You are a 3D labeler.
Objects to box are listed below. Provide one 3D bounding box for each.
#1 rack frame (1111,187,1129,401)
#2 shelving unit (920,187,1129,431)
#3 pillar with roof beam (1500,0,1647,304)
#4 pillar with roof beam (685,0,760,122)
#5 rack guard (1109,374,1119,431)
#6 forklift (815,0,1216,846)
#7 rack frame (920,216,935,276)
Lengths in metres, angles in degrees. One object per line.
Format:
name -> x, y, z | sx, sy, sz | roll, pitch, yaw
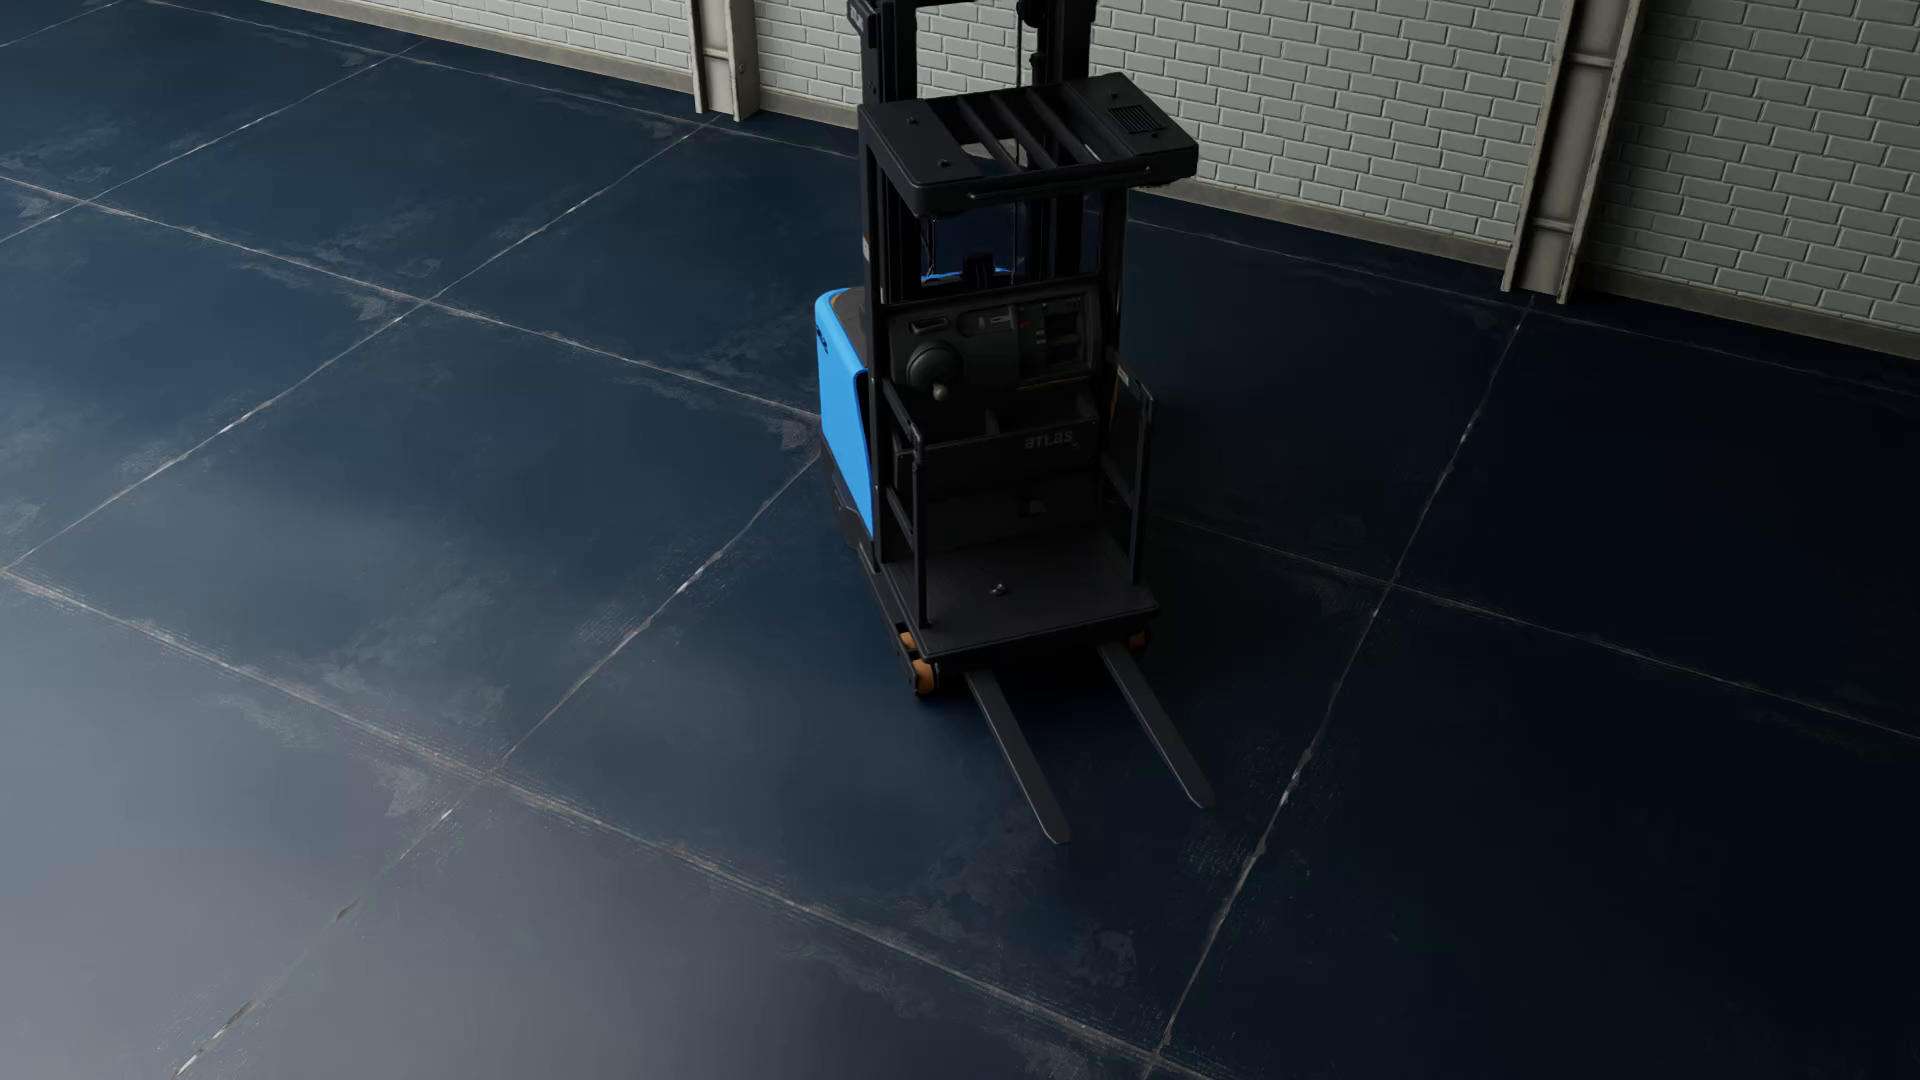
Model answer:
rack frame -> 0.801, -1.221, 8.618 | 0.032, 1.500, 0.500 | 7, 38, 9
shelving unit -> 0.294, -1.282, 8.698 | 1.083, 1.500, 0.587 | 7, 38, 9
pillar with roof beam -> 1.609, -2.846, 4.556 | 0.400, 9.000, 9.100 | 17, 41, 21
pillar with roof beam -> -3.719, -4.514, 6.754 | 0.400, 9.000, 9.100 | 17, 41, 21
rack guard -> 0.782, -0.725, 8.999 | 0.087, 0.250, 0.587 | 7, 38, 9
forklift -> 0.220, -0.758, 6.824 | 1.130, 2.935, 3.031 | -11, 39, -14
rack frame -> -0.196, -1.340, 8.775 | 0.032, 1.500, 0.500 | 7, 38, 9
